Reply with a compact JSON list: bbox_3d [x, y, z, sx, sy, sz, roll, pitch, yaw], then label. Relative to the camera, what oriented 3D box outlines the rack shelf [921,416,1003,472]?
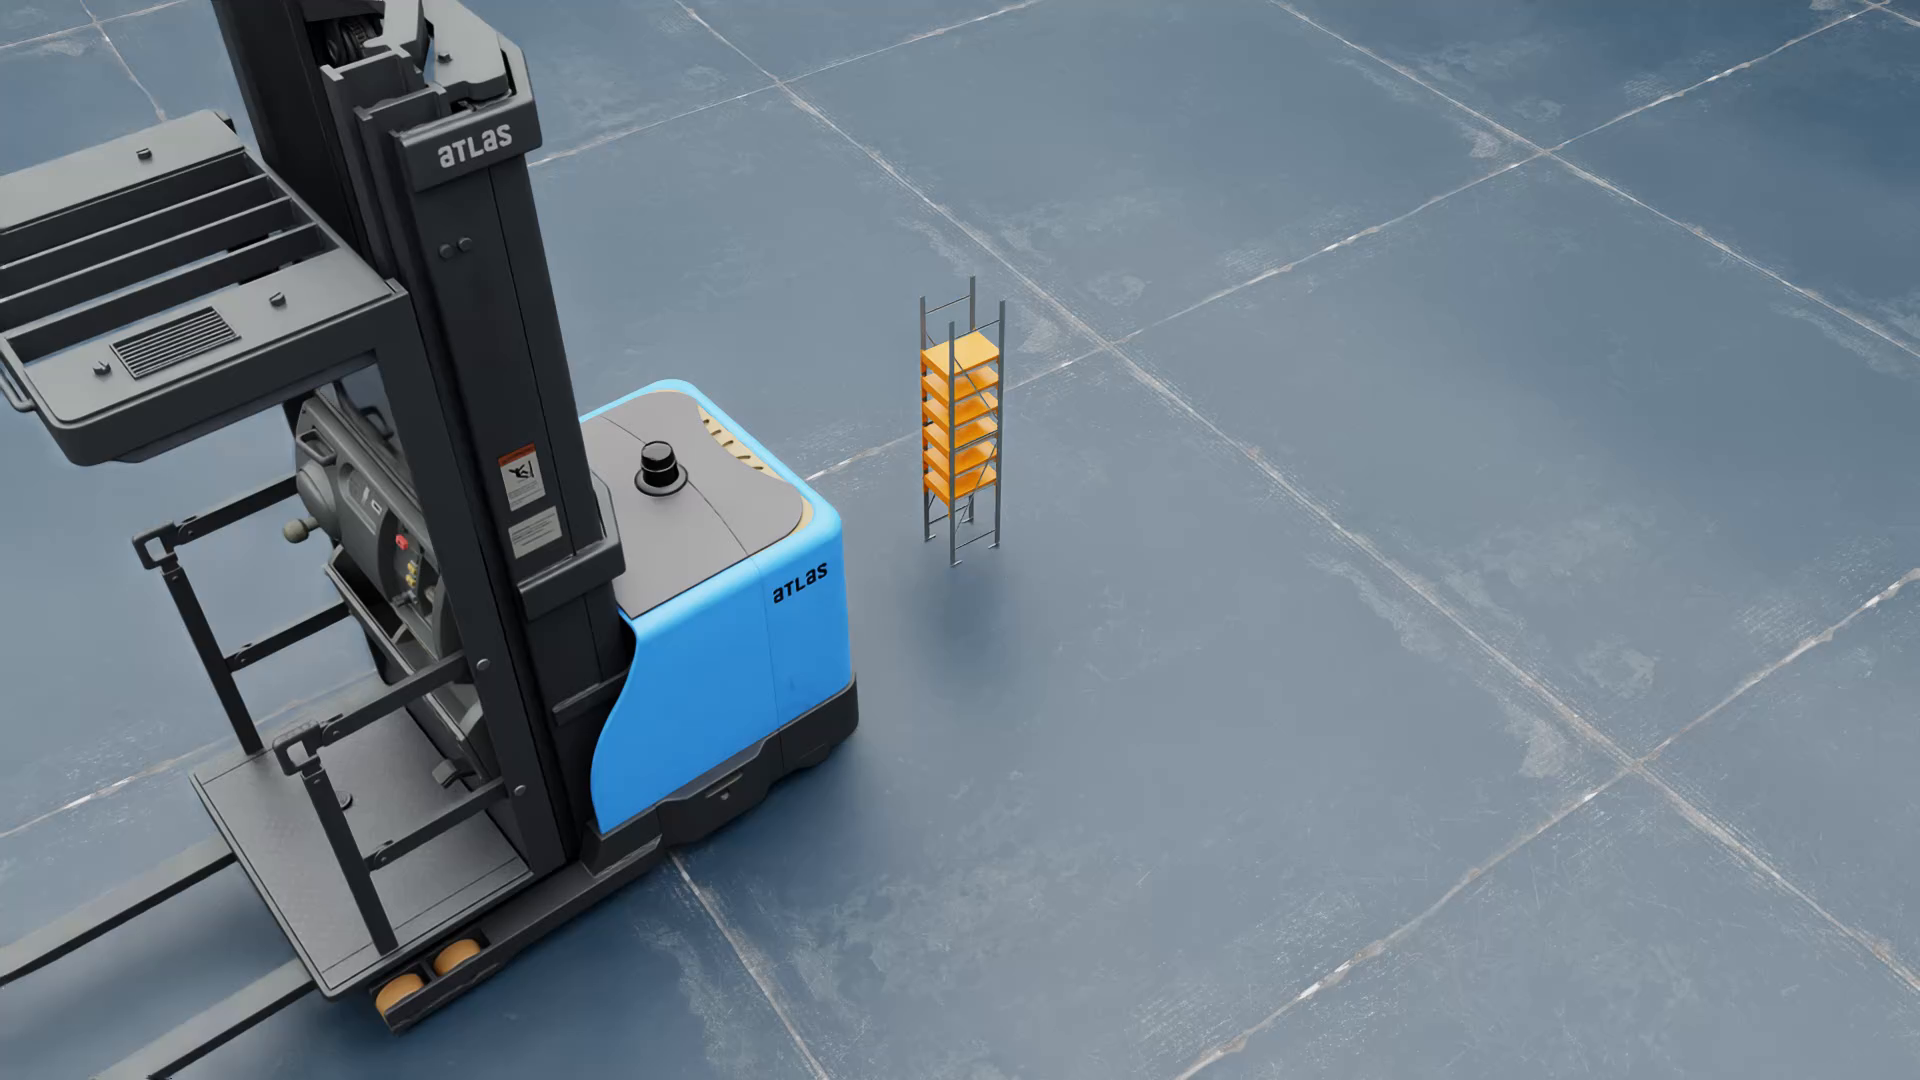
[{"bbox_3d":[0.008,-0.394,6.358,0.258,0.103,0.180,-26,49,-24],"label":"rack shelf"}]

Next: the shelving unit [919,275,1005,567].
[{"bbox_3d":[0.008,-0.426,6.327,0.258,1.200,0.189,-26,49,-24],"label":"shelving unit"}]

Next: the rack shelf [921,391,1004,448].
[{"bbox_3d":[0.008,-0.480,6.275,0.258,0.103,0.180,-26,49,-24],"label":"rack shelf"}]

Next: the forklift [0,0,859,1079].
[{"bbox_3d":[-1.819,0.036,4.590,3.031,2.935,1.130,-30,51,-28],"label":"forklift"}]

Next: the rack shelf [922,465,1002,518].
[{"bbox_3d":[0.008,-0.220,6.524,0.258,0.103,0.180,-26,49,-24],"label":"rack shelf"}]

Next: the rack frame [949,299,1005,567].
[{"bbox_3d":[0.061,-0.374,6.273,0.240,1.200,0.006,-26,49,-24],"label":"rack frame"}]

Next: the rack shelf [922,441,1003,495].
[{"bbox_3d":[0.008,-0.307,6.441,0.258,0.103,0.180,-26,49,-24],"label":"rack shelf"}]

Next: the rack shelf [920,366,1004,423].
[{"bbox_3d":[0.008,-0.567,6.192,0.258,0.103,0.180,-26,49,-24],"label":"rack shelf"}]

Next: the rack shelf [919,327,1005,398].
[{"bbox_3d":[0.008,-0.654,6.109,0.258,0.103,0.180,-26,49,-24],"label":"rack shelf"}]

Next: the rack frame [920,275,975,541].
[{"bbox_3d":[-0.044,-0.478,6.381,0.240,1.200,0.006,-26,49,-24],"label":"rack frame"}]
